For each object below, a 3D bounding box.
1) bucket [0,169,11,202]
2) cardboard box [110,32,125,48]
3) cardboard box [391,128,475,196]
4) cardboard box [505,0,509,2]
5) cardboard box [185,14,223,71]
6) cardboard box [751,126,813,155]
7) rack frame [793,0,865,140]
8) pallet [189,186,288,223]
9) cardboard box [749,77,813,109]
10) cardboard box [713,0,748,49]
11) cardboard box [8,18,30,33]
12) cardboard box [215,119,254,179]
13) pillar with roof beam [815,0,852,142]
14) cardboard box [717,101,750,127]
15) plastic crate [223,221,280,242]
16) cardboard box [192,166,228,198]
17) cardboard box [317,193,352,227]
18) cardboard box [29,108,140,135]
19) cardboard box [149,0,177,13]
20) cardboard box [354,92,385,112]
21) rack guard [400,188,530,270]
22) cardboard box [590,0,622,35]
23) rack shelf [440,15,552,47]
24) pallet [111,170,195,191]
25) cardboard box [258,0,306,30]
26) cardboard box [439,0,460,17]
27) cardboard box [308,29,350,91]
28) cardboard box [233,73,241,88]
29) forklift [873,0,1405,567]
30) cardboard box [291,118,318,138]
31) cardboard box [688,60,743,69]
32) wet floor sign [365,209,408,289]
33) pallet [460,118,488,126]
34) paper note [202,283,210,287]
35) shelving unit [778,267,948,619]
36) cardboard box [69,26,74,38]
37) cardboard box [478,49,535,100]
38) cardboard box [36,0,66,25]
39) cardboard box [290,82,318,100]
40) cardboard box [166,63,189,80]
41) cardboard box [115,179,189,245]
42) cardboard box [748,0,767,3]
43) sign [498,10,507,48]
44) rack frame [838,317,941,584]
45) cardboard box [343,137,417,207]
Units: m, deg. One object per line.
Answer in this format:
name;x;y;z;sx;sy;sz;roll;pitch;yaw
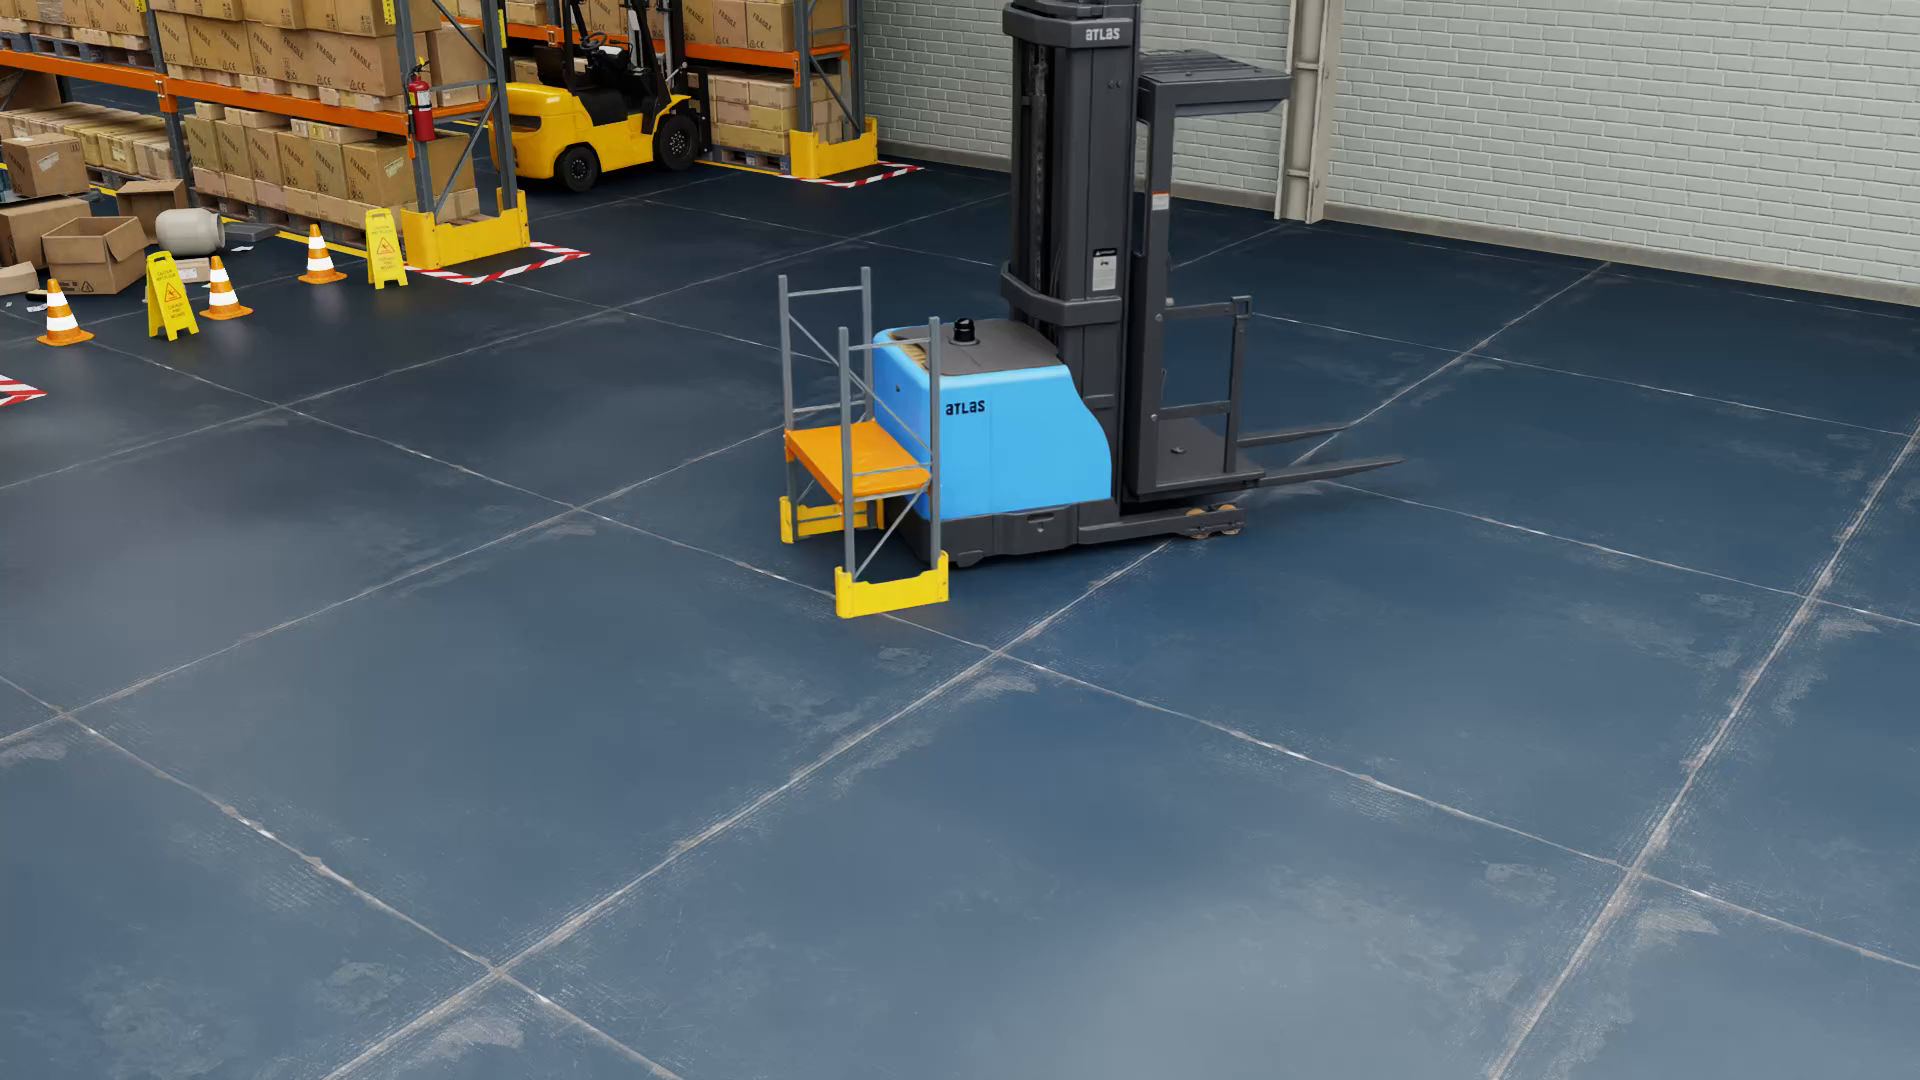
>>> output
bucket;-8.996;-3.206;14.981;0.726;0.611;0.620;-15;18;-30
cardboard box;-8.377;-5.101;16.898;0.250;0.149;0.380;16;28;32
cardboard box;-4.898;-3.518;15.475;0.500;0.500;0.500;16;28;32
cardboard box;-5.588;-6.840;20.619;0.500;0.250;0.500;16;28;32
cardboard box;-6.999;-4.791;15.909;0.500;0.500;0.500;17;29;33
cardboard box;-1.990;-4.500;18.631;0.500;0.250;0.500;17;29;34
rack frame;-1.425;-5.554;18.135;0.127;3.000;1.000;17;29;33
pallet;-7.041;-3.492;16.913;1.213;0.211;1.003;17;29;33
cardboard box;-1.980;-4.956;18.428;0.500;0.250;0.500;18;29;35
cardboard box;-2.386;-5.762;18.484;0.500;0.500;0.500;18;29;35
cardboard box;-10.046;-5.591;18.011;0.250;0.149;0.380;17;29;34
cardboard box;-6.854;-3.840;16.205;0.500;0.500;0.500;18;30;35
pillar with roof beam;-4.023;-7.370;14.815;0.400;9.000;9.100;17;29;33
cardboard box;-2.396;-4.858;18.825;0.500;0.250;0.500;16;29;33
plastic crate;-6.835;-2.939;15.820;0.583;0.080;0.402;7;25;15
cardboard box;-7.289;-3.623;16.642;0.500;0.250;0.500;15;28;31
cardboard box;-5.617;-3.122;15.505;0.500;0.250;0.500;17;29;33
cardboard box;-9.759;-4.560;18.618;0.625;0.372;0.950;16;28;32
cardboard box;-7.377;-5.382;16.012;0.500;0.500;0.700;16;29;33
cardboard box;-5.095;-3.884;14.655;0.250;0.149;0.380;16;29;33
rack guard;-4.459;-2.826;15.044;0.348;0.500;1.175;17;29;33
cardboard box;-4.000;-6.255;19.602;0.500;0.500;0.500;17;29;34
rack shelf;-6.226;-6.676;21.573;4.000;0.370;1.077;17;29;33
pallet;-8.223;-3.831;17.682;1.213;0.211;1.003;17;29;33
cardboard box;-5.809;-4.859;14.825;0.500;0.500;0.700;16;29;33
cardboard box;-6.388;-6.862;21.290;0.500;0.250;0.500;18;29;35
cardboard box;-5.396;-4.298;14.793;0.500;0.500;0.500;17;29;33
cardboard box;-6.666;-4.400;15.828;0.250;0.149;0.380;17;29;33
forklift;1.079;-1.538;9.106;3.031;2.935;1.130;-8;25;-17
cardboard box;-5.939;-3.828;15.373;0.250;0.149;0.380;18;30;35
cardboard box;-2.897;-5.493;19.646;0.500;0.250;0.500;16;28;32
wet floor sign;-4.888;-2.483;14.085;0.267;0.644;0.232;-15;28;-30
pallet;-6.219;-5.706;21.938;1.213;0.211;1.003;17;29;33
paper note;-6.349;-2.179;14.158;0.142;0.019;0.148;7;25;15
shelving unit;-0.527;-0.534;8.602;0.587;1.500;1.083;-9;25;-20
cardboard box;-9.134;-5.380;17.530;0.250;0.149;0.380;16;28;32
cardboard box;-5.666;-5.939;21.434;0.625;0.625;0.875;16;29;33
cardboard box;-9.333;-5.703;17.460;0.500;0.500;0.500;16;28;31
cardboard box;-5.892;-4.145;15.248;0.250;0.149;0.380;16;29;33
cardboard box;-7.540;-4.624;16.337;0.250;0.149;0.380;17;29;33
cardboard box;-7.558;-3.078;15.613;0.500;0.500;0.500;-5;24;-12
cardboard box;-2.092;-5.942;18.088;0.250;0.149;0.380;17;29;34
sign;-4.073;-4.523;14.721;0.005;0.325;0.100;17;29;33
rack frame;-0.335;-0.340;8.162;0.500;1.500;0.032;-9;25;-20
cardboard box;-5.196;-3.338;15.066;0.500;0.500;0.500;17;29;34
